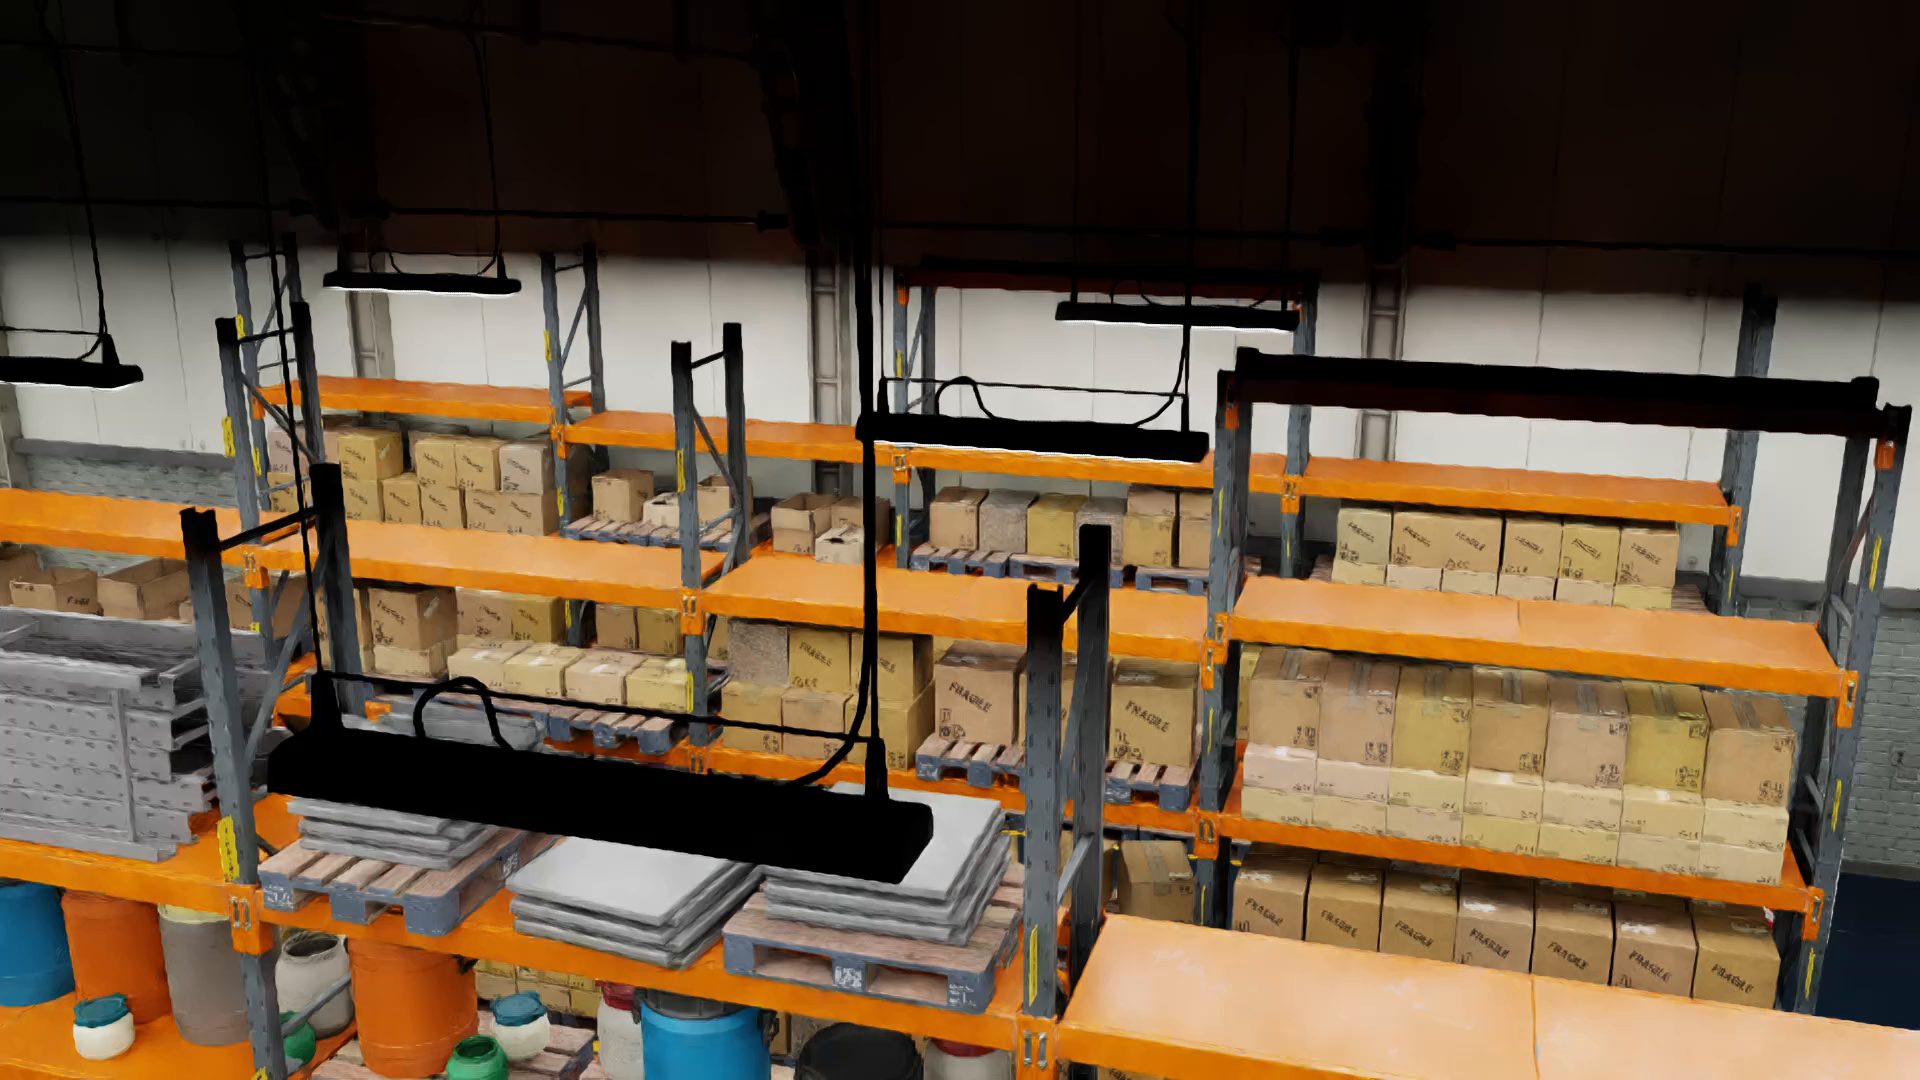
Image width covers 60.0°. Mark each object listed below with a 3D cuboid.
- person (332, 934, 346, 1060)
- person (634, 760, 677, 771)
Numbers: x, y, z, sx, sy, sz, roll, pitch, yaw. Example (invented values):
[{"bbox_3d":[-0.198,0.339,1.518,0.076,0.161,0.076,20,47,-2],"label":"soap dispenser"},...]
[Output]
[{"bbox_3d":[-4.702,3.605,13.113,0.842,1.719,0.676,0,16,1],"label":"person"},{"bbox_3d":[-3.128,2.531,17.097,0.452,1.594,0.407,-3,16,-11],"label":"person"}]
